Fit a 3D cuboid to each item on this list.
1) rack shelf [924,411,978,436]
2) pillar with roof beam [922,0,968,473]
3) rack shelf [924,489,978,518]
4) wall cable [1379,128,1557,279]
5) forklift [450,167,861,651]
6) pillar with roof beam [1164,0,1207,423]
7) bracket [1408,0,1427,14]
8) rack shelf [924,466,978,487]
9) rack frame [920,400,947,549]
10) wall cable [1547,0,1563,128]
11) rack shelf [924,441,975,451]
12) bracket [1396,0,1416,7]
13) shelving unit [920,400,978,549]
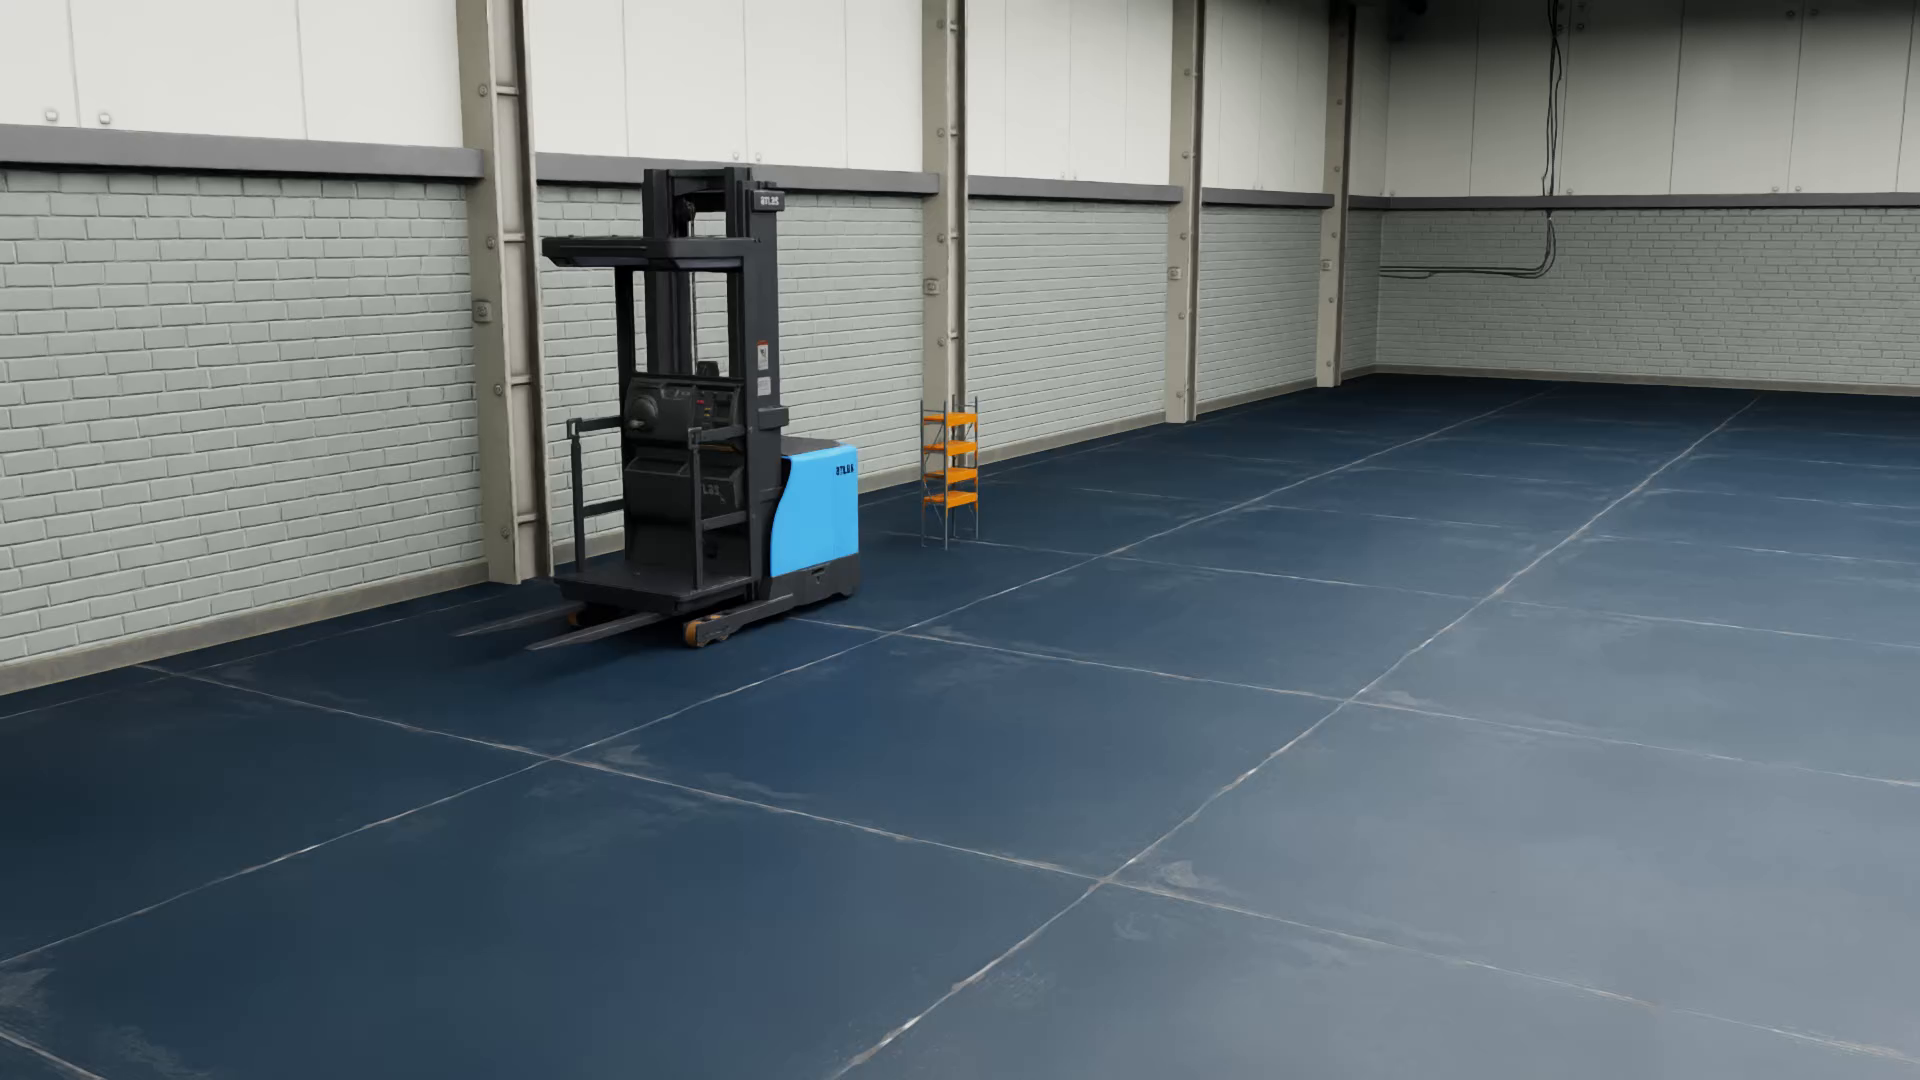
[{"bbox_3d":[-0.086,-0.950,13.547,0.258,0.148,0.480,6,12,31],"label":"rack shelf"},{"bbox_3d":[3.529,-4.673,14.377,9.100,9.000,0.400,6,12,31],"label":"pillar with roof beam"},{"bbox_3d":[-0.086,-0.302,13.668,0.258,0.148,0.480,6,12,31],"label":"rack shelf"},{"bbox_3d":[8.739,-5.783,28.740,3.097,2.526,0.112,6,12,31],"label":"wall cable"},{"bbox_3d":[-1.901,-0.872,10.559,1.130,2.935,3.031,6,12,31],"label":"forklift"},{"bbox_3d":[6.644,-5.617,19.417,9.100,9.000,0.400,6,12,31],"label":"pillar with roof beam"},{"bbox_3d":[7.829,-9.145,28.482,0.235,0.232,0.430,6,12,31],"label":"bracket"},{"bbox_3d":[-0.086,-0.498,13.632,0.258,0.148,0.480,6,12,31],"label":"rack shelf"},{"bbox_3d":[-0.213,-0.525,13.414,0.240,1.200,0.015,6,12,31],"label":"rack frame"},{"bbox_3d":[11.051,-8.007,26.895,3.097,2.526,0.112,6,12,31],"label":"wall cable"},{"bbox_3d":[-0.086,-0.770,13.581,0.221,0.021,0.457,6,12,31],"label":"rack shelf"},{"bbox_3d":[7.522,-9.052,27.986,0.076,0.066,3.189,6,12,31],"label":"bracket"},{"bbox_3d":[-0.089,-0.563,13.614,0.258,1.200,0.492,6,12,31],"label":"shelving unit"}]
